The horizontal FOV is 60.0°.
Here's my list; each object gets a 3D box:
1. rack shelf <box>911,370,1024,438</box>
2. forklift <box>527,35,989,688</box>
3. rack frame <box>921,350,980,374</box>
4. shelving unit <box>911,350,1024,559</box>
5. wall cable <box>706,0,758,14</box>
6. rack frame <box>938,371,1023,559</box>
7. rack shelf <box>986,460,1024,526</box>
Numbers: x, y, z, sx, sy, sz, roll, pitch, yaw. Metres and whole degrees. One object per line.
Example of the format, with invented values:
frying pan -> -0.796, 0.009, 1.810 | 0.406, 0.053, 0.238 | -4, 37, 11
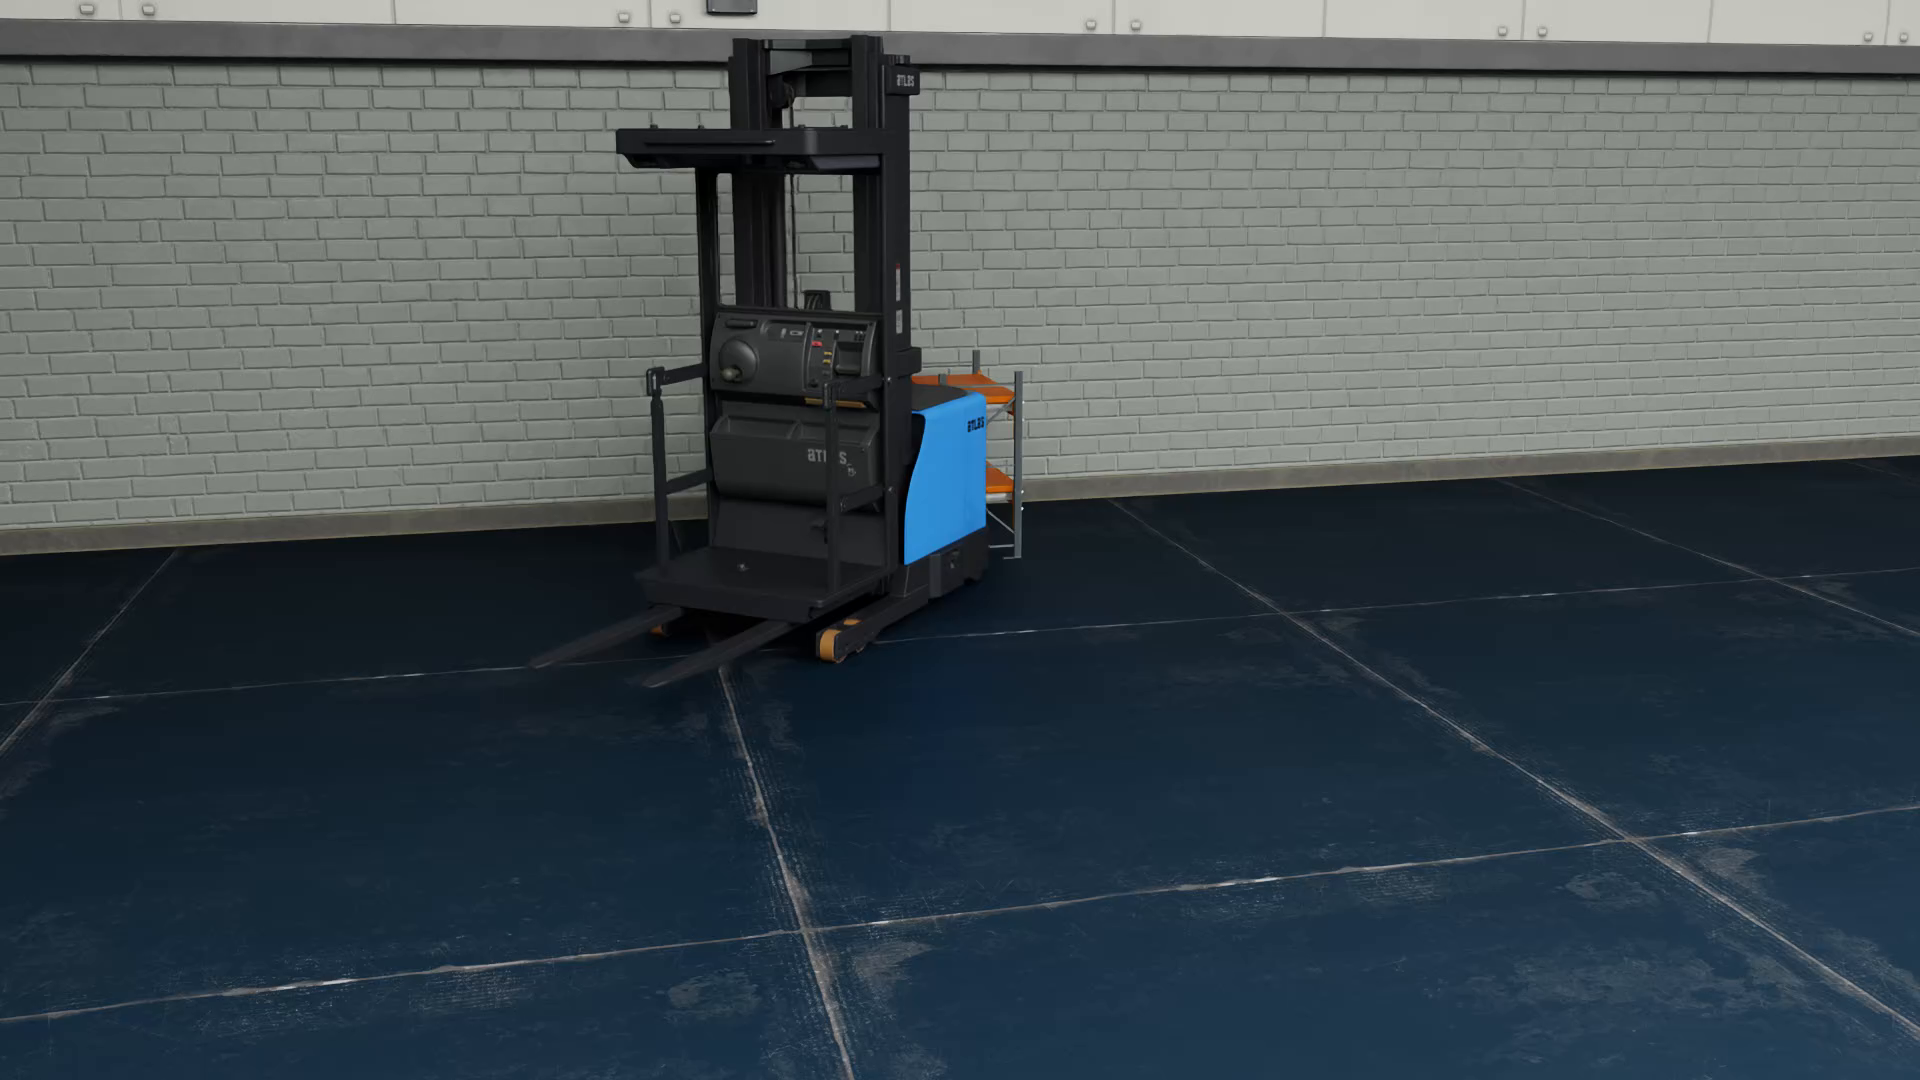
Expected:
rack shelf -> 0.002, -0.829, 10.218 | 0.538, 0.278, 1.000 | -3, 14, -13
forklift -> -0.932, -0.949, 8.134 | 1.130, 2.935, 3.031 | 7, 15, 25
rack frame -> -0.118, -0.662, 10.767 | 0.500, 1.125, 0.032 | -3, 14, -13
shelving unit -> 0.002, -0.545, 10.287 | 0.538, 1.125, 1.048 | -3, 14, -13
wall cable -> -0.433, -6.226, 9.783 | 2.305, 6.003, 0.169 | -3, 14, -13
rack frame -> 0.121, -0.428, 9.807 | 0.500, 1.125, 0.032 | -3, 14, -13
rack shelf -> 0.002, -0.307, 10.345 | 0.538, 0.278, 1.000 | -3, 14, -13
